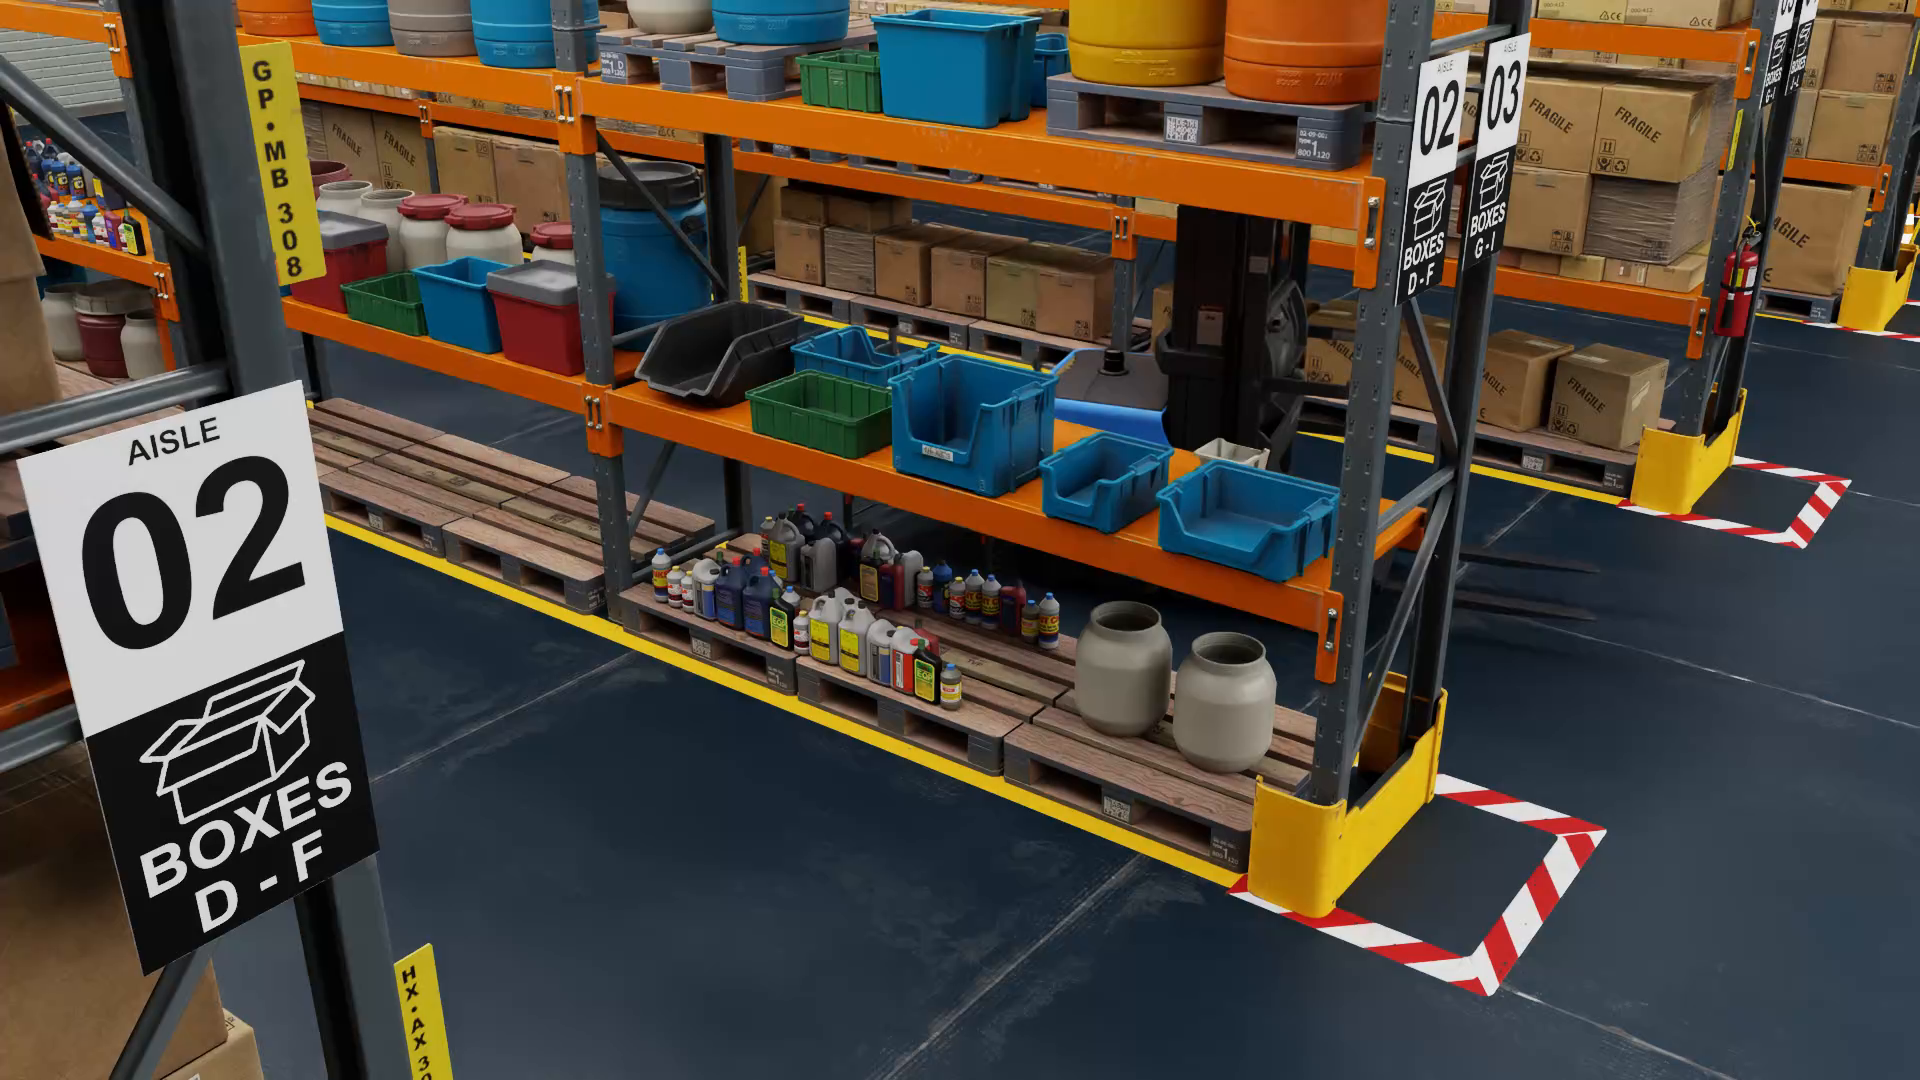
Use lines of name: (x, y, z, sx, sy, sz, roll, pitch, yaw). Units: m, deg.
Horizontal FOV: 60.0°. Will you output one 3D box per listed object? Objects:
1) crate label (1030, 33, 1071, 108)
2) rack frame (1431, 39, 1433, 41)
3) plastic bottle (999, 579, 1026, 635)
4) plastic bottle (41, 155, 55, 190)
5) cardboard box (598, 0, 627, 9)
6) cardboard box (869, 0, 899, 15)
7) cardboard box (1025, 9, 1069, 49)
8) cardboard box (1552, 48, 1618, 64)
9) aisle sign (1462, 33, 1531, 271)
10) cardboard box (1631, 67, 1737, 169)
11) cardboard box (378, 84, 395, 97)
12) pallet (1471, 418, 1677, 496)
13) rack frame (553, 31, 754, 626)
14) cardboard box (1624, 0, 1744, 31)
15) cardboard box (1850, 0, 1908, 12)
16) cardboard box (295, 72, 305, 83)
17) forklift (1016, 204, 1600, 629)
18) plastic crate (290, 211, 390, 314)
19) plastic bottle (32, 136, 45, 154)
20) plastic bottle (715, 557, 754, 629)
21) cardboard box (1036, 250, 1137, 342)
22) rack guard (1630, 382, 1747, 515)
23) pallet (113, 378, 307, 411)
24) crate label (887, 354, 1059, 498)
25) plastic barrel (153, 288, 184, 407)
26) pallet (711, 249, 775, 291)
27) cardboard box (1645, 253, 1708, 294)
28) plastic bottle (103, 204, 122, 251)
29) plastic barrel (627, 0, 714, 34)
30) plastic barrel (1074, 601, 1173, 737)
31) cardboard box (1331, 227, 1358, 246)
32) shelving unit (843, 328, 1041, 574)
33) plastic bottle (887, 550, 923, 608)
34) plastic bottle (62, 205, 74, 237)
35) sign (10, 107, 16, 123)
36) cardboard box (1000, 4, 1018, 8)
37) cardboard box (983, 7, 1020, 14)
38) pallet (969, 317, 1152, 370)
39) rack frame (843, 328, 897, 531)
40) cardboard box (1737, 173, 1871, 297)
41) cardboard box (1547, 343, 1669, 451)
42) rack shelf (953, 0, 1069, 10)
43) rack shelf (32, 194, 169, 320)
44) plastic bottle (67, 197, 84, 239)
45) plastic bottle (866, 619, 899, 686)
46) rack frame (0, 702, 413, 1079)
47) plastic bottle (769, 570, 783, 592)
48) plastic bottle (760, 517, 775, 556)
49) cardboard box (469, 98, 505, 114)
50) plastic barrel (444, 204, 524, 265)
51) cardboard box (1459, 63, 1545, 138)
crate label: (0.392, -1.990, 7.010, 0.408, 0.251, 0.502, 17, 29, 33)
rack frame: (4.517, -4.267, 15.714, 0.127, 3.000, 1.000, 17, 29, 33)
plastic bottle: (0.257, 0.316, 8.135, 0.133, 0.283, 0.061, 17, 29, 34)
plastic bottle: (-6.766, -2.723, 12.369, 0.097, 0.271, 0.097, 0, 24, 0)
cardboard box: (-3.375, -4.664, 15.247, 0.637, 0.503, 0.797, 18, 29, 35)
cardboard box: (-0.810, -5.995, 18.689, 0.250, 0.149, 0.380, 18, 30, 35)
cardboard box: (0.910, -3.395, 12.471, 1.000, 1.000, 1.000, 17, 29, 34)
cardboard box: (5.651, -4.459, 14.625, 0.550, 0.550, 0.875, 17, 29, 33)
aisle sign: (1.925, -1.393, 5.966, 0.004, 0.787, 0.394, 17, 29, 33)
cardboard box: (4.385, -2.584, 10.162, 0.500, 0.500, 0.500, 17, 29, 33)
cardboard box: (-5.587, -4.541, 16.648, 0.250, 0.149, 0.380, 17, 29, 34)
pallet: (3.972, -0.674, 11.018, 1.213, 0.211, 1.003, 17, 29, 33)
rack frame: (-1.509, -1.093, 8.511, 0.127, 3.000, 1.000, 17, 29, 33)
cardboard box: (4.124, -3.063, 9.446, 0.500, 0.250, 0.500, 18, 29, 34)
cardboard box: (9.665, -5.739, 17.321, 0.500, 0.500, 0.700, 17, 29, 34)
cardboard box: (-6.823, -4.914, 17.495, 0.250, 0.149, 0.380, 16, 28, 32)
forklift: (1.880, -1.089, 8.586, 3.031, 2.935, 1.130, 9, 25, 20)
plastic crate: (-3.600, -1.600, 9.582, 0.583, 0.464, 0.402, 17, 29, 33)
plastic bottle: (-6.979, -2.888, 12.647, 0.185, 0.351, 0.144, 17, 29, 33)
plastic bottle: (-1.112, 0.247, 8.209, 0.185, 0.351, 0.144, 18, 29, 35)
cardboard box: (0.983, -1.904, 12.906, 0.500, 0.500, 0.700, 14, 28, 29)
rack guard: (4.601, -0.598, 10.488, 0.348, 0.500, 1.175, 17, 29, 33)
pallet: (-5.366, -0.962, 11.671, 1.213, 0.211, 1.003, 17, 29, 33)
crate label: (0.057, -0.500, 7.121, 0.616, 0.435, 0.502, 17, 29, 33)
plastic barrel: (-5.112, -1.372, 11.315, 0.708, 0.830, 0.600, 17, 29, 33)
pallet: (-2.325, -2.597, 15.383, 1.213, 0.211, 1.003, 17, 29, 33)
cardboard box: (4.310, -1.611, 9.998, 0.250, 0.149, 0.380, 17, 29, 33)
plastic bottle: (-5.474, -2.023, 10.766, 0.133, 0.283, 0.061, 17, 29, 33)
plastic barrel: (-1.282, -2.542, 7.419, 0.421, 0.512, 0.421, 0, 24, 0)
plastic barrel: (0.718, 0.565, 7.313, 0.421, 0.512, 0.421, 0, 24, 0)
cardboard box: (2.661, -2.069, 11.037, 0.250, 0.149, 0.380, 17, 29, 33)
shelving unit: (-0.119, -0.531, 9.560, 1.048, 1.125, 0.538, 16, 29, 32)
plastic bottle: (-0.281, 0.180, 8.454, 0.135, 0.276, 0.152, 17, 29, 34)
plastic bottle: (-5.945, -2.137, 11.126, 0.097, 0.201, 0.097, 0, 24, 0)
sign: (-7.579, -3.331, 13.248, 0.005, 0.325, 0.100, 17, 29, 33)
cardboard box: (0.652, -5.883, 18.435, 0.250, 0.149, 0.380, 17, 29, 33)
cardboard box: (0.449, -5.616, 17.829, 0.250, 0.149, 0.380, 16, 29, 33)
pallet: (0.837, -1.603, 13.126, 1.213, 0.211, 1.003, 17, 29, 33)
rack frame: (-0.531, -0.651, 9.833, 0.032, 1.125, 0.500, 16, 29, 32)
cardboard box: (7.135, -2.662, 14.187, 0.875, 0.875, 0.875, 17, 29, 34)
cardboard box: (4.172, -0.929, 10.717, 0.500, 0.500, 0.500, -20, 31, -38)
rack shelf: (-0.139, -4.218, 12.776, 4.000, 0.370, 1.077, 17, 29, 33)
rack shelf: (-6.310, -2.215, 11.949, 4.000, 0.370, 1.077, 17, 29, 33)
plastic bottle: (-5.867, -2.146, 11.059, 0.097, 0.271, 0.097, 0, 24, 0)
plastic bottle: (-0.337, 0.513, 7.698, 0.135, 0.276, 0.152, 16, 28, 32)
rack frame: (-1.282, 1.471, 2.690, 0.127, 3.000, 1.000, 17, 29, 33)
plastic bottle: (-0.924, 0.279, 8.234, 0.097, 0.271, 0.097, 0, 24, 0)
plastic bottle: (-1.032, -0.027, 9.016, 0.097, 0.201, 0.097, 0, 24, 0)
cardboard box: (-4.319, -4.358, 15.798, 0.500, 0.500, 0.500, 17, 29, 33)
plastic barrel: (-2.730, -1.635, 9.572, 0.433, 0.535, 0.433, 0, 24, 0)
cardboard box: (3.272, -2.657, 10.328, 0.500, 0.500, 0.500, 17, 29, 33)
